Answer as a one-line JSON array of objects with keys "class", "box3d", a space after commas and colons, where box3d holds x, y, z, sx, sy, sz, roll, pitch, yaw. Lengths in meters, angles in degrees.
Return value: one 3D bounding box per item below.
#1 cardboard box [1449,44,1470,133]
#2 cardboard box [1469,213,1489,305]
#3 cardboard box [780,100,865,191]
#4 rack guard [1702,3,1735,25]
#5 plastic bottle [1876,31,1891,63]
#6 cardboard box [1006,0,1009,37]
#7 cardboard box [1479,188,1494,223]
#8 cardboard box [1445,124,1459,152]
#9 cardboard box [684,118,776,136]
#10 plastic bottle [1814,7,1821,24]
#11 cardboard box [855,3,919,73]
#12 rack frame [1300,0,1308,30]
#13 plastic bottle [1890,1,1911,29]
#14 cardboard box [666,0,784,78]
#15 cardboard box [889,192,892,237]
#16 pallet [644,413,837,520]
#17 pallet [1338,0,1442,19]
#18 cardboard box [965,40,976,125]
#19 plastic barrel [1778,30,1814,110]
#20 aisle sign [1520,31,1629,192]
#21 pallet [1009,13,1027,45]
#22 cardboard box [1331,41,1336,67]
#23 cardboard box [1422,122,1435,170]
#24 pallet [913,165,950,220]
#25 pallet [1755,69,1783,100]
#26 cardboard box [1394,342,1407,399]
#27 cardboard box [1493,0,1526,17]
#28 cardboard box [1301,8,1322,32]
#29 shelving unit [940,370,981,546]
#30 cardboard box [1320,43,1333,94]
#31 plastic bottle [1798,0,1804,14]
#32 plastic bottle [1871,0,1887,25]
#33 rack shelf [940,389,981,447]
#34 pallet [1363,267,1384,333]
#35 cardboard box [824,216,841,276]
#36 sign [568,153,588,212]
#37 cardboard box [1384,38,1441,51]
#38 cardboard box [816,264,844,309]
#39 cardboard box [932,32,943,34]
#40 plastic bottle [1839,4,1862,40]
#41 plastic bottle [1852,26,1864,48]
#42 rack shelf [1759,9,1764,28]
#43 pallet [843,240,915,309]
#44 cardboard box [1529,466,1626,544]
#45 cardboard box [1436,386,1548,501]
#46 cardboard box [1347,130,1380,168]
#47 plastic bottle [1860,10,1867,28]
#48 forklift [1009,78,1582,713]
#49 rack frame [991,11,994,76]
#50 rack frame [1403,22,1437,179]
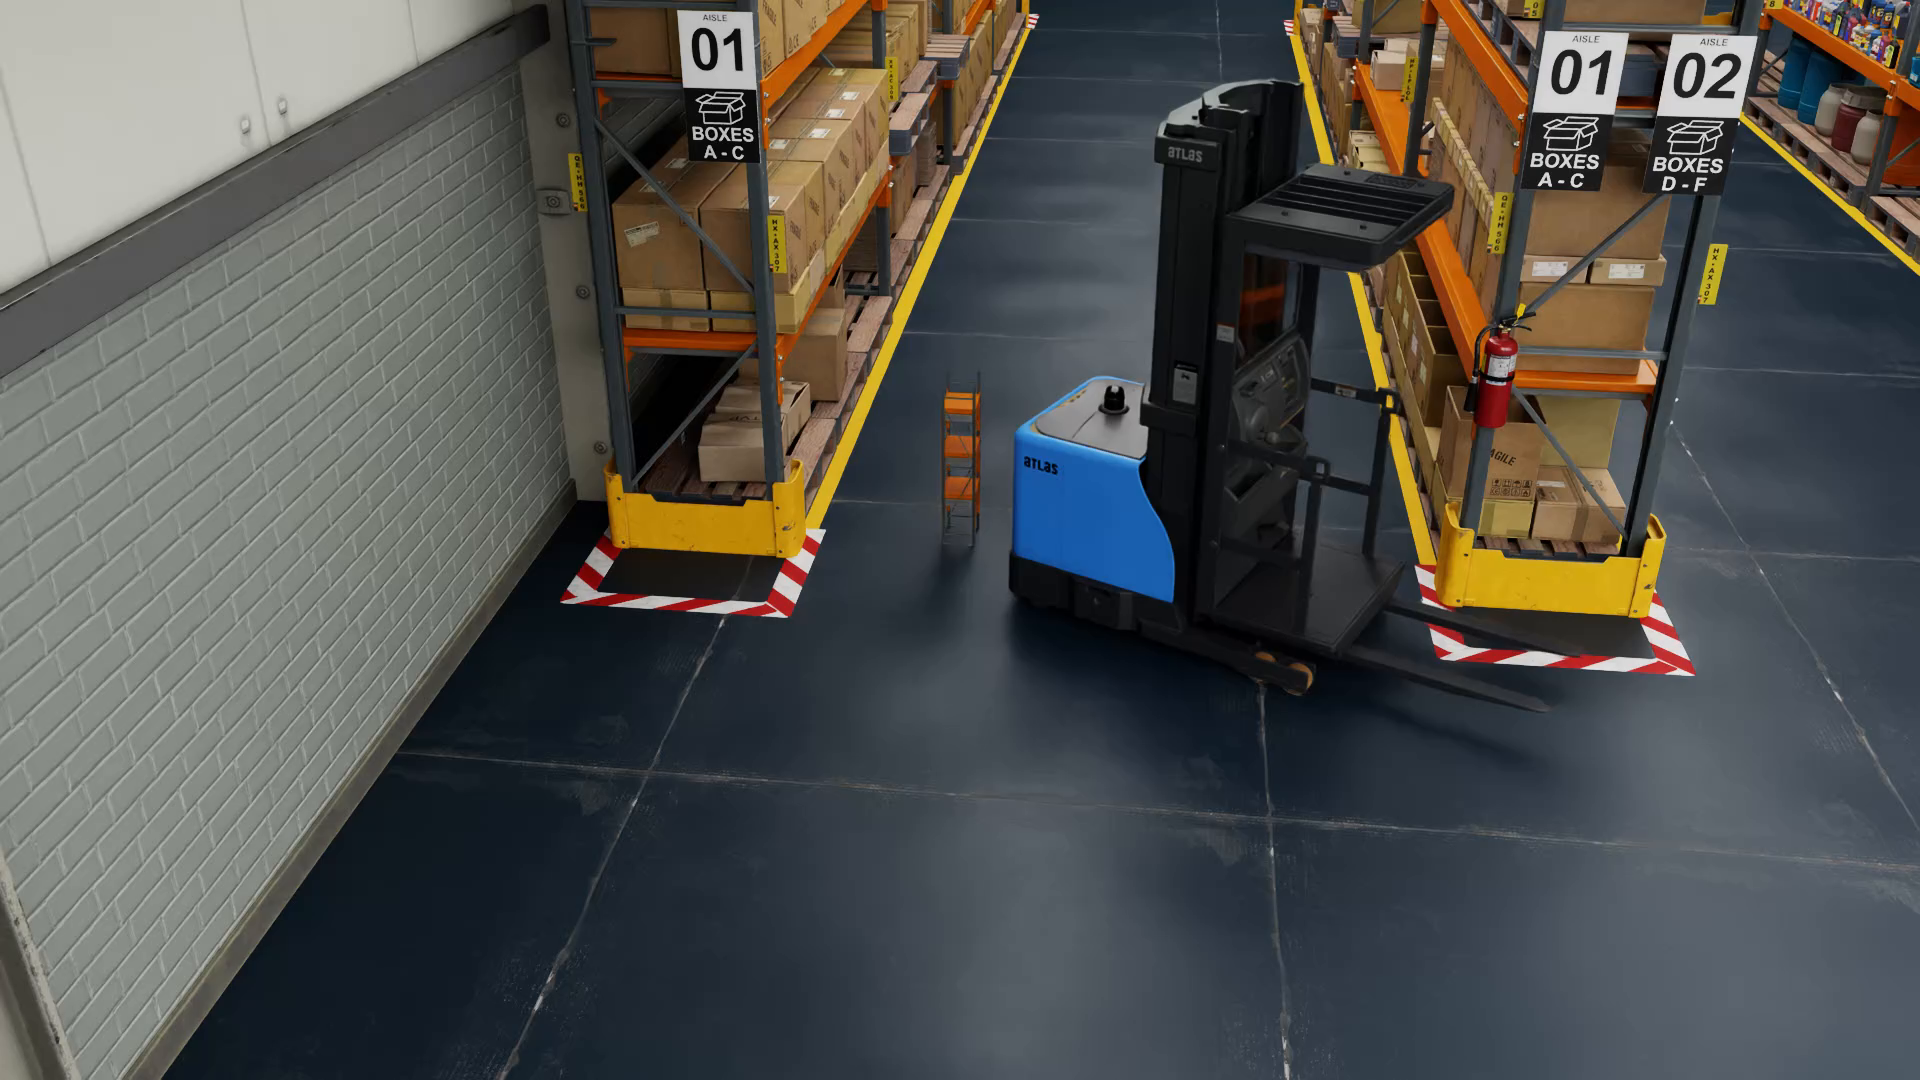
[{"class": "cardboard box", "box3d": [3.743, -3.053, 11.280, 0.700, 0.500, 0.500, 3, 28, 6]}, {"class": "cardboard box", "box3d": [3.558, -1.746, 10.222, 0.700, 0.500, 0.500, 4, 29, 7]}, {"class": "cardboard box", "box3d": [-0.944, -2.731, 11.504, 0.500, 0.500, 0.500, 3, 28, 5]}, {"class": "rack guard", "box3d": [10.228, -7.155, 23.004, 1.175, 0.500, 0.348, 3, 28, 6]}, {"class": "plastic bottle", "box3d": [8.912, -4.750, 16.028, 0.061, 0.283, 0.133, 3, 28, 6]}, {"class": "cardboard box", "box3d": [0.296, -7.096, 22.452, 0.700, 0.500, 0.500, 2, 28, 5]}, {"class": "cardboard box", "box3d": [3.346, -2.008, 10.025, 0.380, 0.149, 0.250, 4, 29, 8]}, {"class": "cardboard box", "box3d": [3.535, -2.736, 11.376, 0.380, 0.149, 0.250, 3, 28, 6]}, {"class": "cardboard box", "box3d": [-1.516, -2.512, 11.097, 0.500, 0.500, 0.500, 4, 29, 7]}, {"class": "plastic bottle", "box3d": [9.158, -5.589, 17.670, 0.097, 0.201, 0.097, 0, 28, 0]}, {"class": "cardboard box", "box3d": [-0.753, -4.482, 14.837, 0.700, 0.500, 0.500, 3, 28, 6]}, {"class": "rack frame", "box3d": [5.322, -8.533, 22.927, 1.000, 3.000, 0.127, 3, 28, 6]}, {"class": "plastic bottle", "box3d": [9.869, -5.520, 17.464, 0.152, 0.276, 0.135, 3, 28, 6]}, {"class": "cardboard box", "box3d": [-1.266, -2.804, 9.003, 0.500, 0.500, 0.500, 4, 29, 8]}, {"class": "cardboard box", "box3d": [-0.978, -2.858, 14.563, 0.700, 0.500, 0.500, 3, 28, 5]}, {"class": "pallet", "box3d": [-1.411, -0.476, 10.912, 1.003, 0.211, 1.213, 3, 28, 6]}, {"class": "pallet", "box3d": [4.576, -5.599, 17.682, 1.003, 0.211, 1.213, 3, 28, 6]}, {"class": "cardboard box", "box3d": [-0.241, -5.043, 18.271, 0.750, 0.750, 0.750, 3, 28, 6]}, {"class": "plastic barrel", "box3d": [9.664, -5.367, 18.819, 0.600, 0.901, 0.708, 3, 28, 6]}, {"class": "aisle sign", "box3d": [3.062, -2.132, 8.304, 0.394, 0.787, 0.004, 3, 28, 6]}, {"class": "pallet", "box3d": [0.385, -7.211, 23.412, 1.003, 0.211, 1.213, 3, 28, 6]}, {"class": "cardboard box", "box3d": [4.408, -5.389, 18.472, 0.500, 0.250, 0.500, 3, 29, 6]}, {"class": "cardboard box", "box3d": [3.869, -3.053, 12.912, 0.500, 0.250, 0.500, 5, 29, 9]}, {"class": "pallet", "box3d": [-0.672, -3.458, 16.446, 1.003, 0.211, 1.213, 3, 28, 6]}, {"class": "pallet", "box3d": [9.799, -5.481, 20.202, 1.003, 0.211, 1.213, 3, 28, 6]}, {"class": "cardboard box", "box3d": [3.361, -1.188, 11.749, 0.500, 0.250, 0.500, 3, 28, 6]}, {"class": "cardboard box", "box3d": [3.241, -3.060, 9.173, 0.500, 0.250, 0.500, 3, 28, 6]}, {"class": "cardboard box", "box3d": [4.913, -7.042, 22.593, 0.500, 0.250, 0.500, 3, 28, 6]}, {"class": "shelving unit", "box3d": [0.007, -0.487, 10.048, 0.215, 1.050, 0.252, 3, 28, 6]}, {"class": "cardboard box", "box3d": [4.531, -5.530, 19.524, 0.500, 0.500, 0.500, 2, 28, 4]}, {"class": "plastic bottle", "box3d": [9.226, -5.883, 18.143, 0.097, 0.271, 0.097, 0, 28, 0]}, {"class": "plastic bottle", "box3d": [9.771, -5.626, 17.665, 0.097, 0.271, 0.097, 0, 28, 0]}, {"class": "rack shelf", "box3d": [0.007, -0.728, 9.918, 0.215, 0.259, 0.240, 3, 28, 6]}, {"class": "pallet", "box3d": [3.903, -2.006, 13.751, 1.003, 0.211, 1.213, 3, 28, 6]}, {"class": "cardboard box", "box3d": [-1.063, -1.927, 10.800, 0.500, 0.250, 0.500, 3, 28, 5]}, {"class": "sign", "box3d": [-2.104, -1.978, 9.206, 0.100, 0.325, 0.005, 3, 28, 6]}, {"class": "cardboard box", "box3d": [4.254, -4.560, 15.645, 0.500, 0.311, 0.500, 5, 29, 9]}, {"class": "cardboard box", "box3d": [-1.153, -1.773, 12.550, 0.500, 0.500, 0.500, 1, 28, 2]}, {"class": "cardboard box", "box3d": [-0.305, -5.093, 16.785, 0.380, 0.149, 0.250, 3, 28, 5]}, {"class": "plastic bottle", "box3d": [9.084, -5.282, 16.943, 0.144, 0.351, 0.185, 3, 28, 6]}, {"class": "plastic bottle", "box3d": [9.016, -5.042, 16.656, 0.097, 0.201, 0.097, 0, 28, 0]}, {"class": "rack shelf", "box3d": [9.993, -6.985, 20.812, 1.077, 0.370, 4.000, 3, 28, 6]}, {"class": "pallet", "box3d": [-0.971, -2.310, 14.315, 1.003, 0.211, 1.213, 3, 28, 6]}, {"class": "cardboard box", "box3d": [3.648, -0.216, 9.944, 0.500, 0.250, 0.500, 3, 28, 6]}, {"class": "cardboard box", "box3d": [3.132, -0.576, 9.822, 0.500, 0.500, 0.500, 3, 28, 6]}, {"class": "cardboard box", "box3d": [3.986, -3.759, 15.930, 0.500, 0.311, 0.500, 4, 29, 8]}, {"class": "plastic bottle", "box3d": [9.189, -5.258, 16.971, 0.061, 0.283, 0.133, 3, 28, 6]}, {"class": "forklift", "box3d": [1.799, -0.764, 8.578, 3.031, 2.935, 1.130, 17, 33, 28]}, {"class": "rack frame", "box3d": [-0.085, -6.936, 19.963, 1.000, 3.000, 0.127, 3, 28, 6]}, {"class": "rack frame", "box3d": [3.852, -2.885, 12.442, 1.000, 3.000, 0.127, 3, 28, 6]}]
